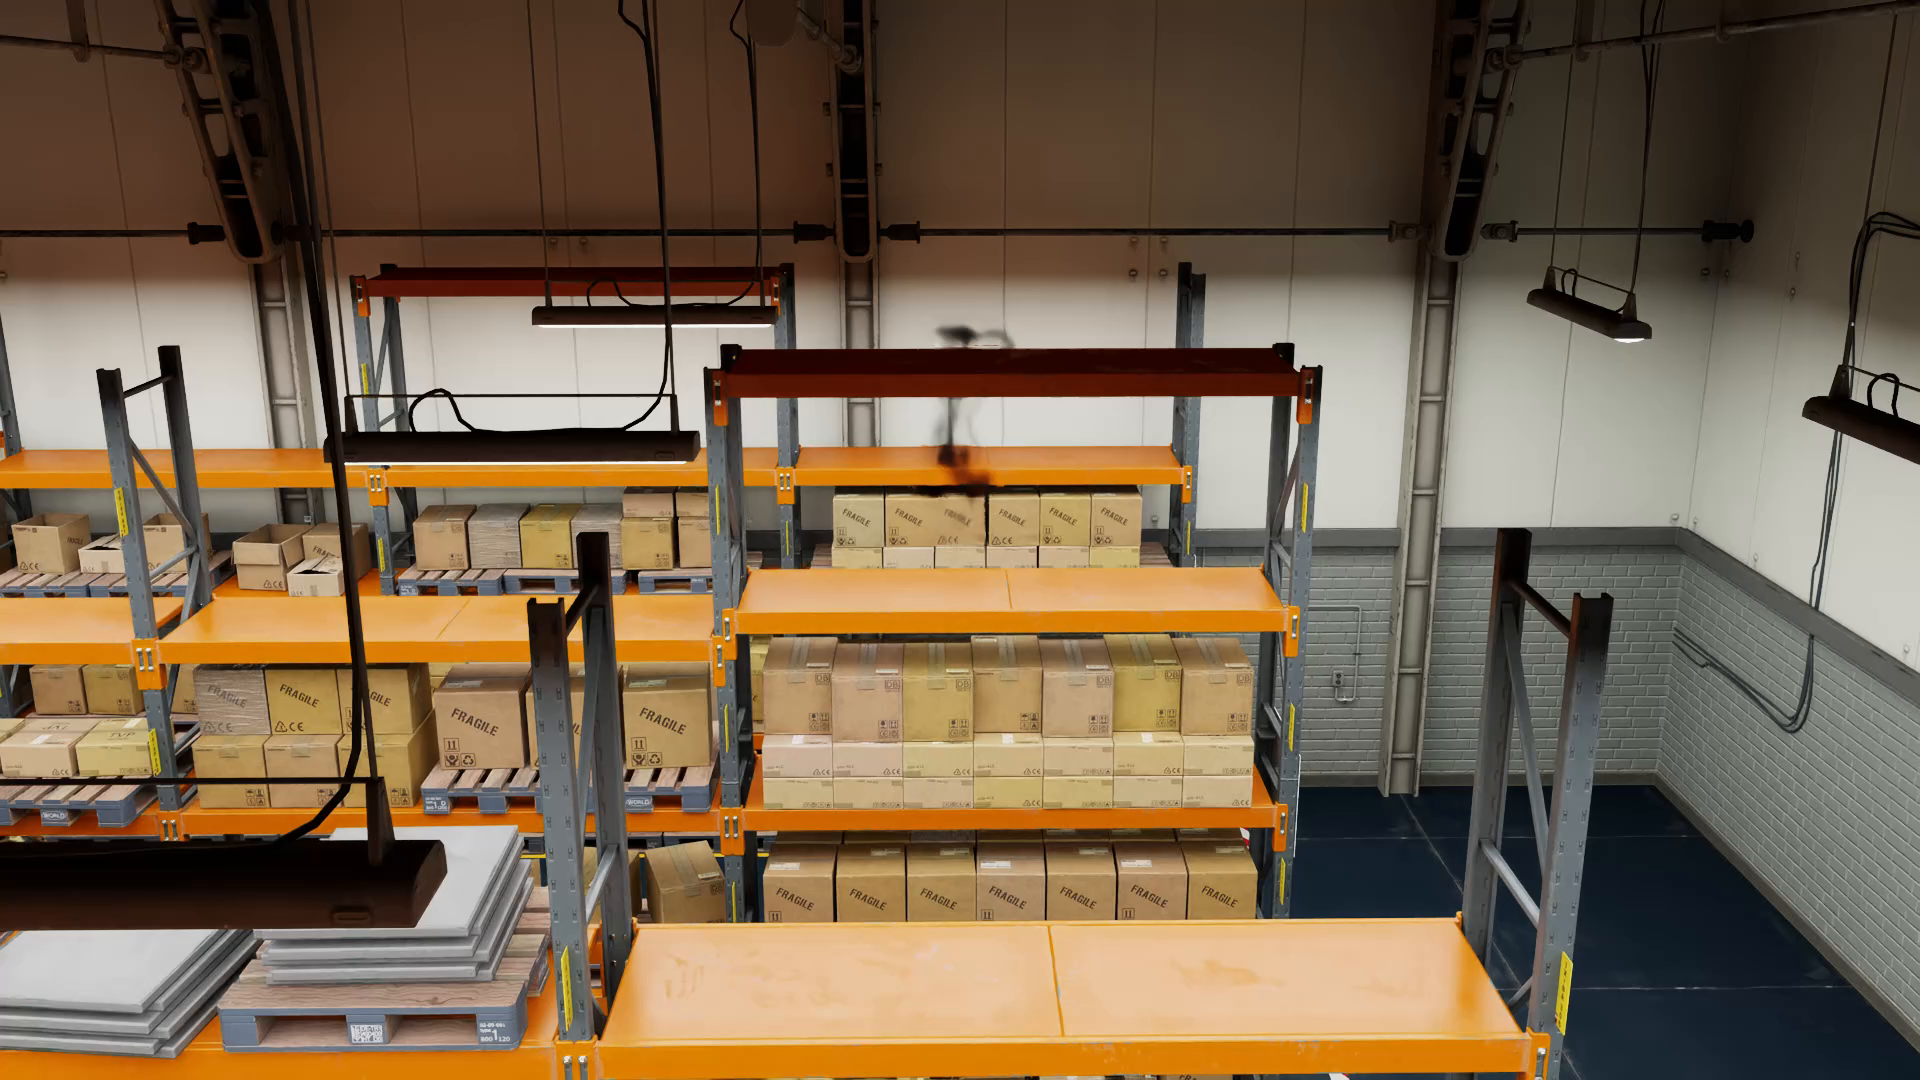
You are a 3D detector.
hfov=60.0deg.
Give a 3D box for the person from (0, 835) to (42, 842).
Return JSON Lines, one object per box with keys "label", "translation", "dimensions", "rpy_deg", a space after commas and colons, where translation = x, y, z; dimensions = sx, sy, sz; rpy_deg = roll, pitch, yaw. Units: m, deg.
{"label": "person", "translation": [-8.421, 3.157, 15.047], "dimensions": [0.807, 1.503, 0.606], "rpy_deg": [-7, 18, -23]}
